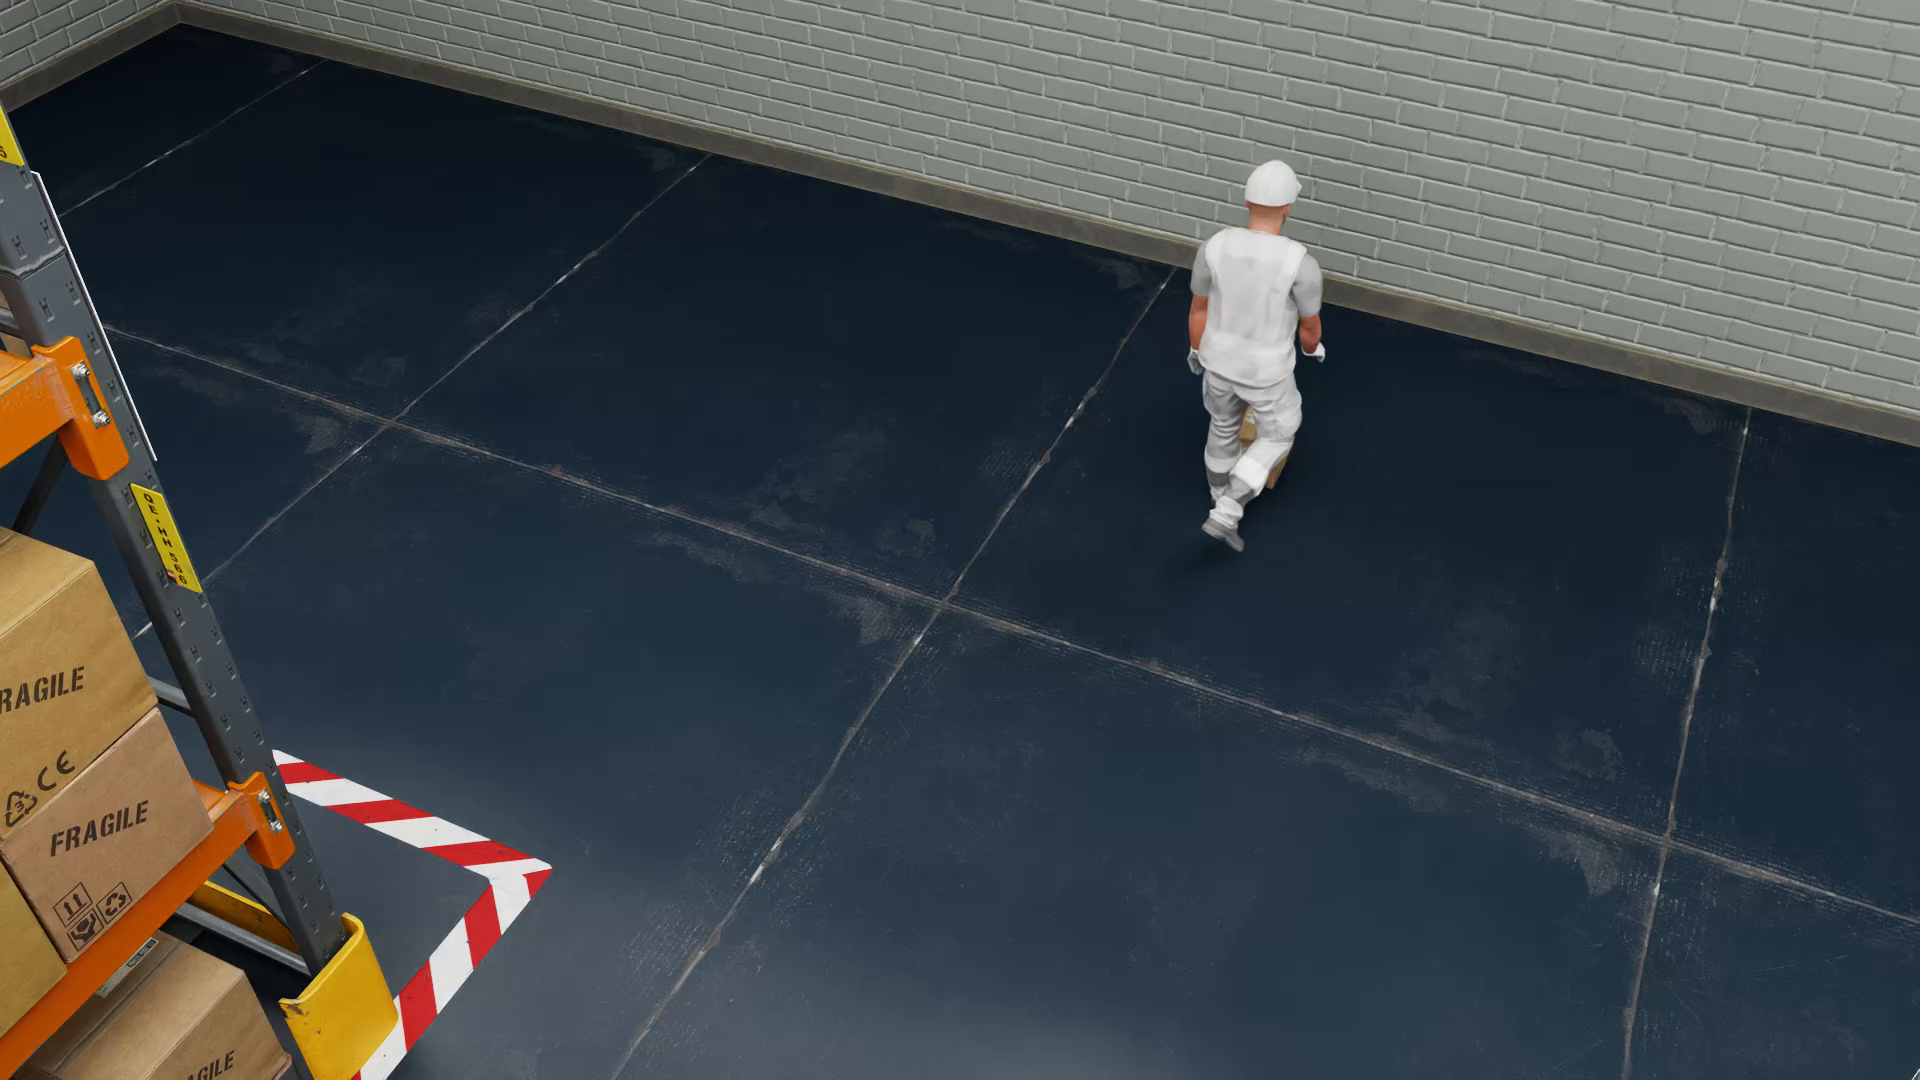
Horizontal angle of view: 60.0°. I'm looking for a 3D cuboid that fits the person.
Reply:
[{"bbox_3d":[1.198,-0.728,6.953,0.537,1.779,0.770,23,46,23],"label":"person"}]
